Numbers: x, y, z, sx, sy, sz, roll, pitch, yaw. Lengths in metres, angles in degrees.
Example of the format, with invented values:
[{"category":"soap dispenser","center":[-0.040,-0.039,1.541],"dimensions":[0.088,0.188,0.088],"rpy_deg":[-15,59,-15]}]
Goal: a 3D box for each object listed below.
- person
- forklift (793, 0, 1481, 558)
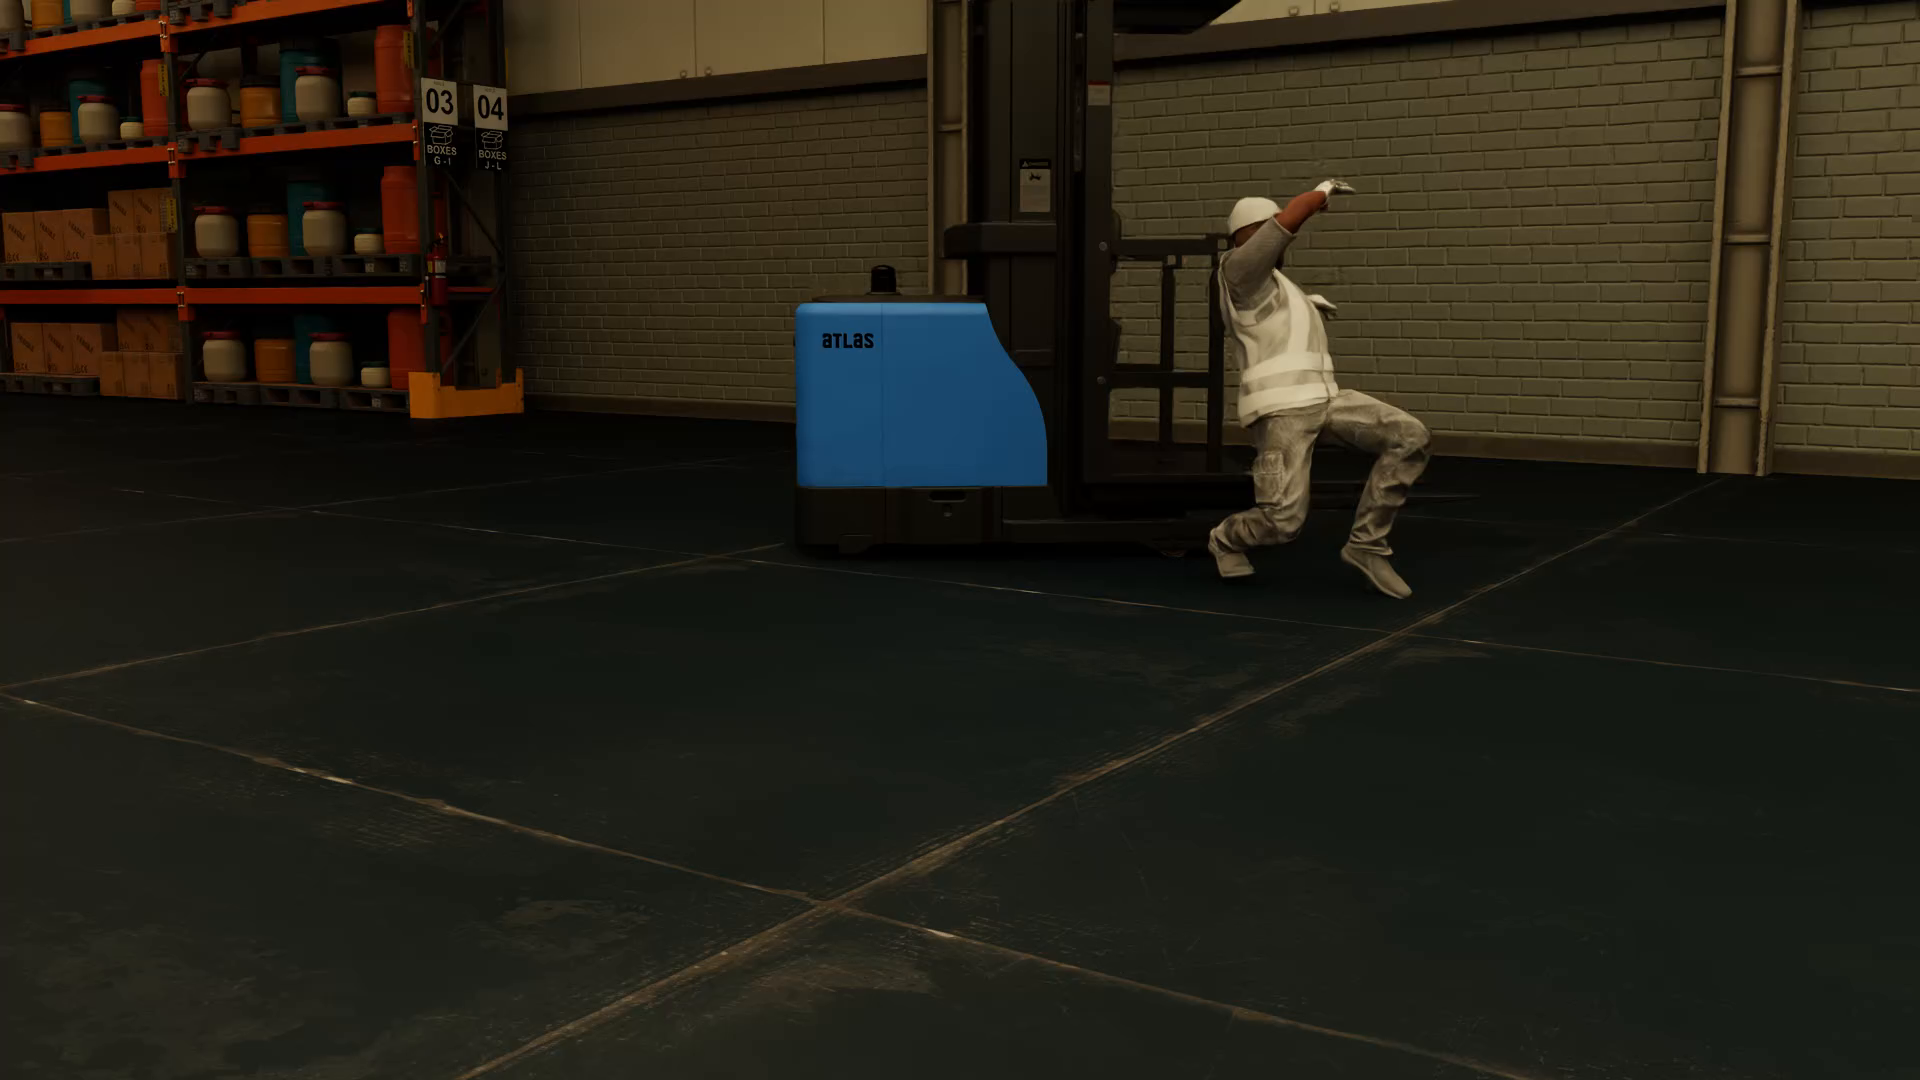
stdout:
[{"category":"person","center":[1.472,-0.590,6.392],"dimensions":[0.889,1.541,1.108],"rpy_deg":[7,11,41]},{"category":"forklift","center":[0.774,-1.450,7.386],"dimensions":[3.031,2.935,1.130],"rpy_deg":[-1,8,-5]}]
